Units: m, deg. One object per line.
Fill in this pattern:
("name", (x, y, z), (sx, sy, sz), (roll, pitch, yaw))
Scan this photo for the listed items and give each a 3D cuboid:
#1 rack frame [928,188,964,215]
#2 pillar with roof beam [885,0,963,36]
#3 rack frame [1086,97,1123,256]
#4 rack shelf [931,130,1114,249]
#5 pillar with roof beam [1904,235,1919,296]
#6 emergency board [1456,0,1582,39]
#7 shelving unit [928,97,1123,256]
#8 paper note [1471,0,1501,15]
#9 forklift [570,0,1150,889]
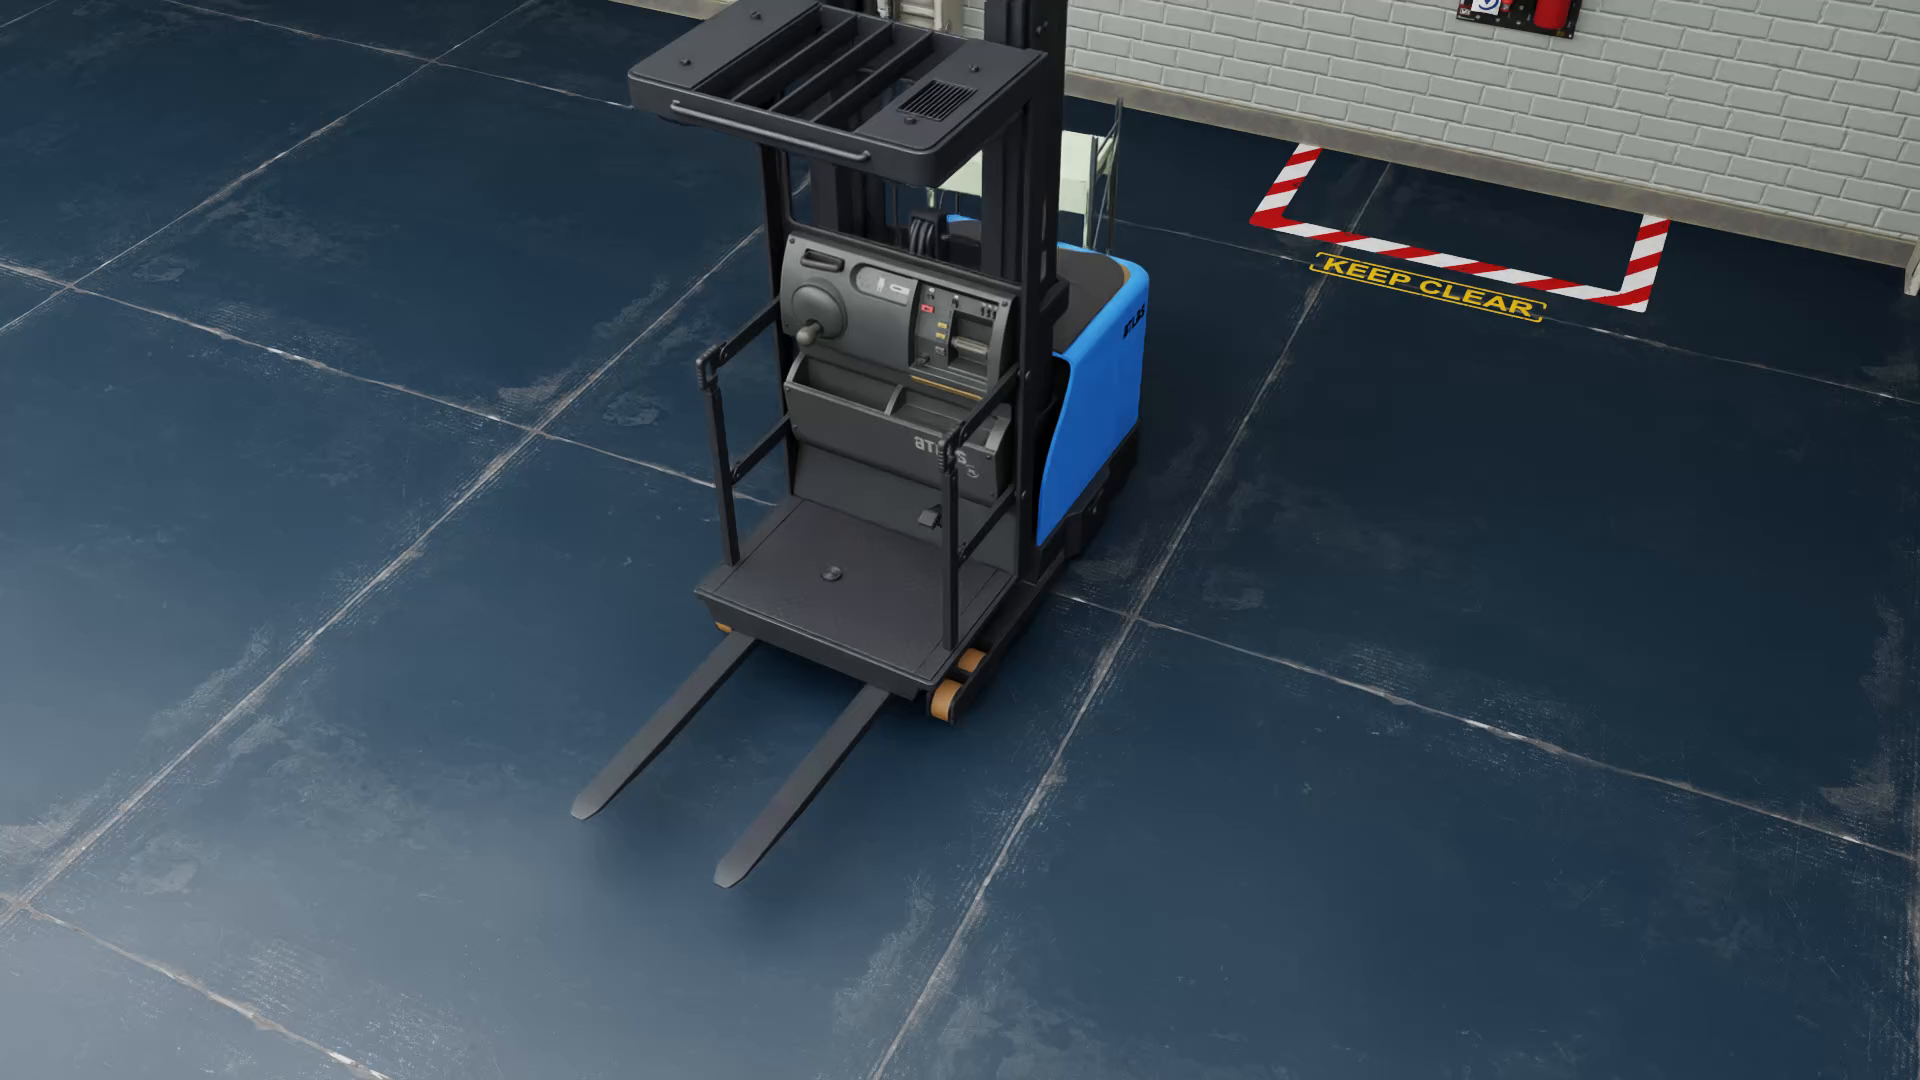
("rack frame", (-0.062, -1.384, 7.701), (0.023, 1.500, 0.400), (14, 43, 15))
("pillar with roof beam", (-2.045, -3.840, 4.810), (0.400, 9.000, 9.100), (17, 44, 19))
("rack frame", (0.623, -1.216, 7.508), (0.023, 1.500, 0.400), (14, 43, 15))
("rack shelf", (0.280, -1.595, 7.349), (0.720, 0.370, 0.431), (14, 43, 15))
("pillar with roof beam", (3.392, -2.179, 2.893), (0.400, 9.000, 9.100), (17, 44, 19))
("emergency board", (2.989, -3.174, 8.622), (0.643, 1.169, 0.194), (17, 44, 19))
("shelving unit", (0.281, -1.300, 7.604), (0.755, 1.500, 0.431), (14, 43, 15))
("paper note", (2.858, -2.931, 9.014), (0.142, 0.148, 0.016), (17, 44, 19))
("forklift", (-0.343, -0.746, 5.873), (1.130, 2.935, 3.031), (20, 45, 21))
